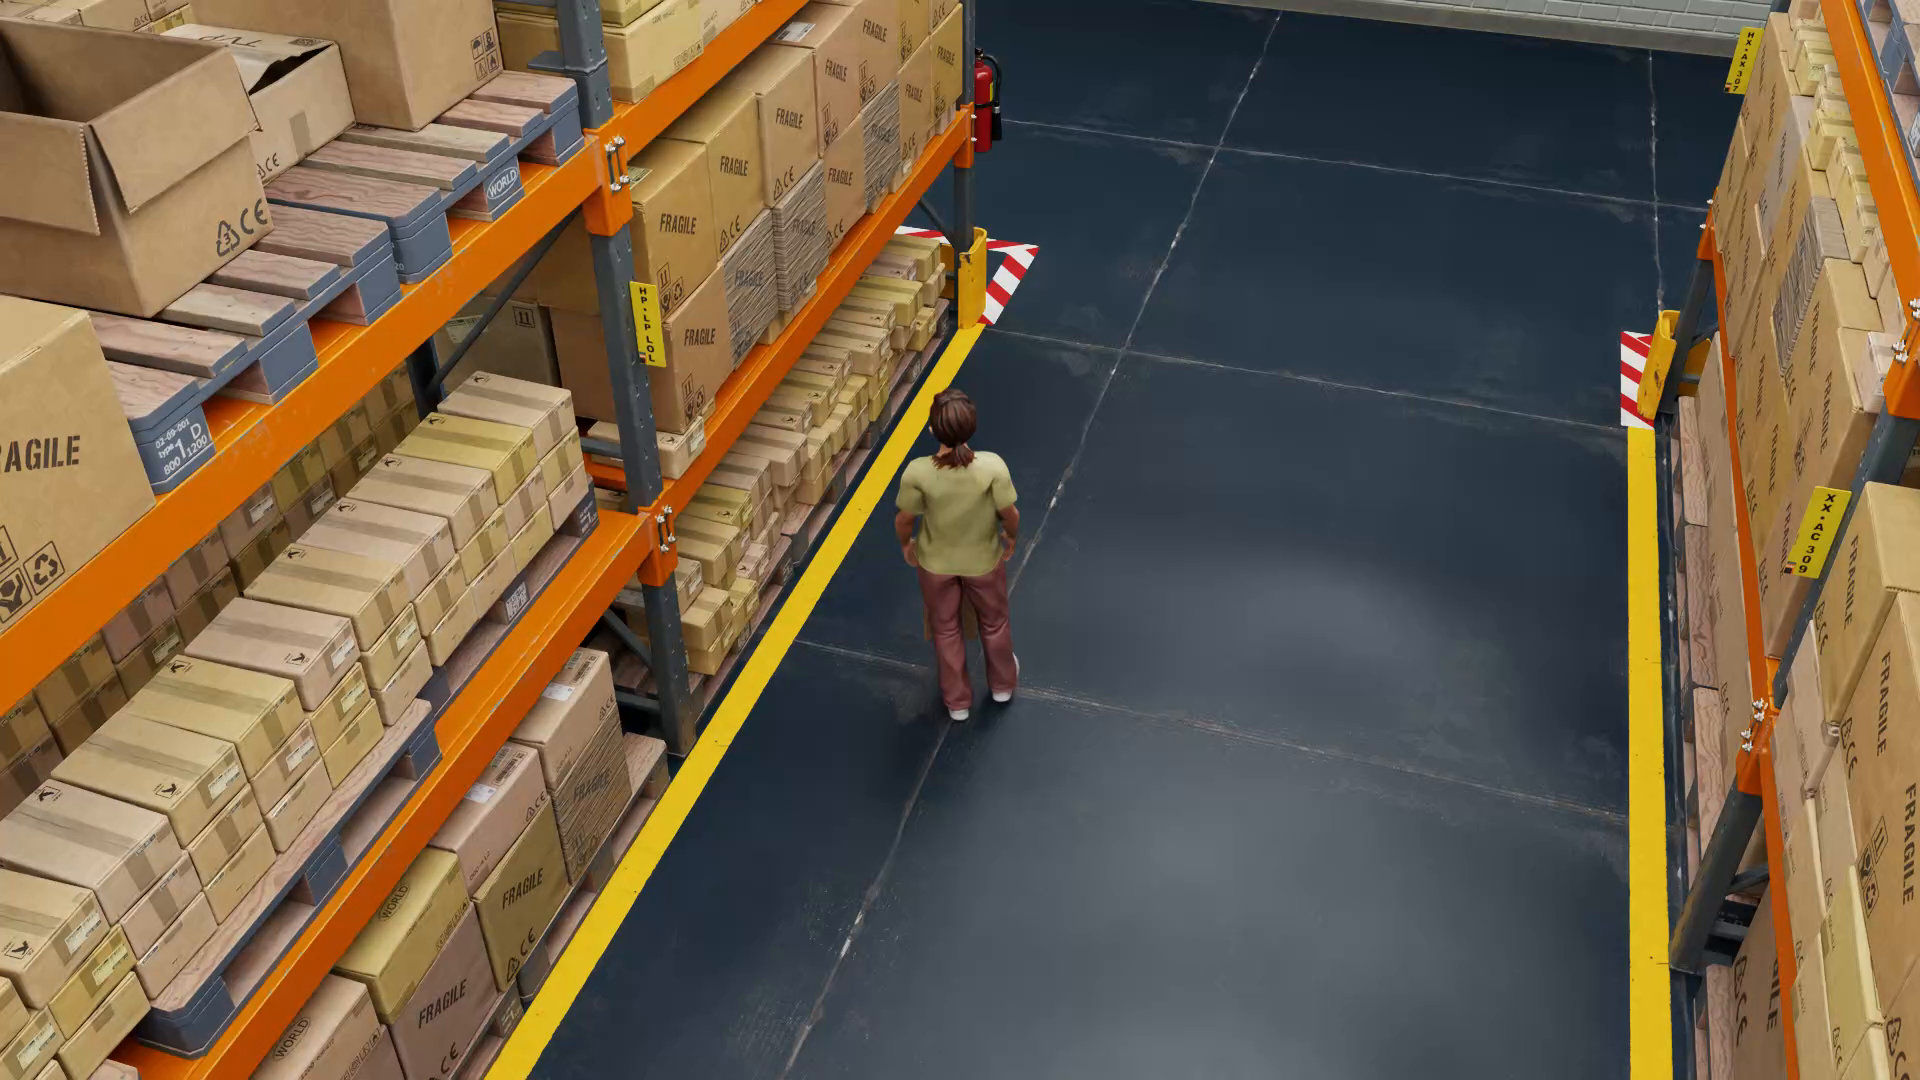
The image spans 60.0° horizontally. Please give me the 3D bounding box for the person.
[{"bbox_3d":[0.004,0.041,6.823,0.536,1.674,0.552,-1,37,-1],"label":"person"}]
